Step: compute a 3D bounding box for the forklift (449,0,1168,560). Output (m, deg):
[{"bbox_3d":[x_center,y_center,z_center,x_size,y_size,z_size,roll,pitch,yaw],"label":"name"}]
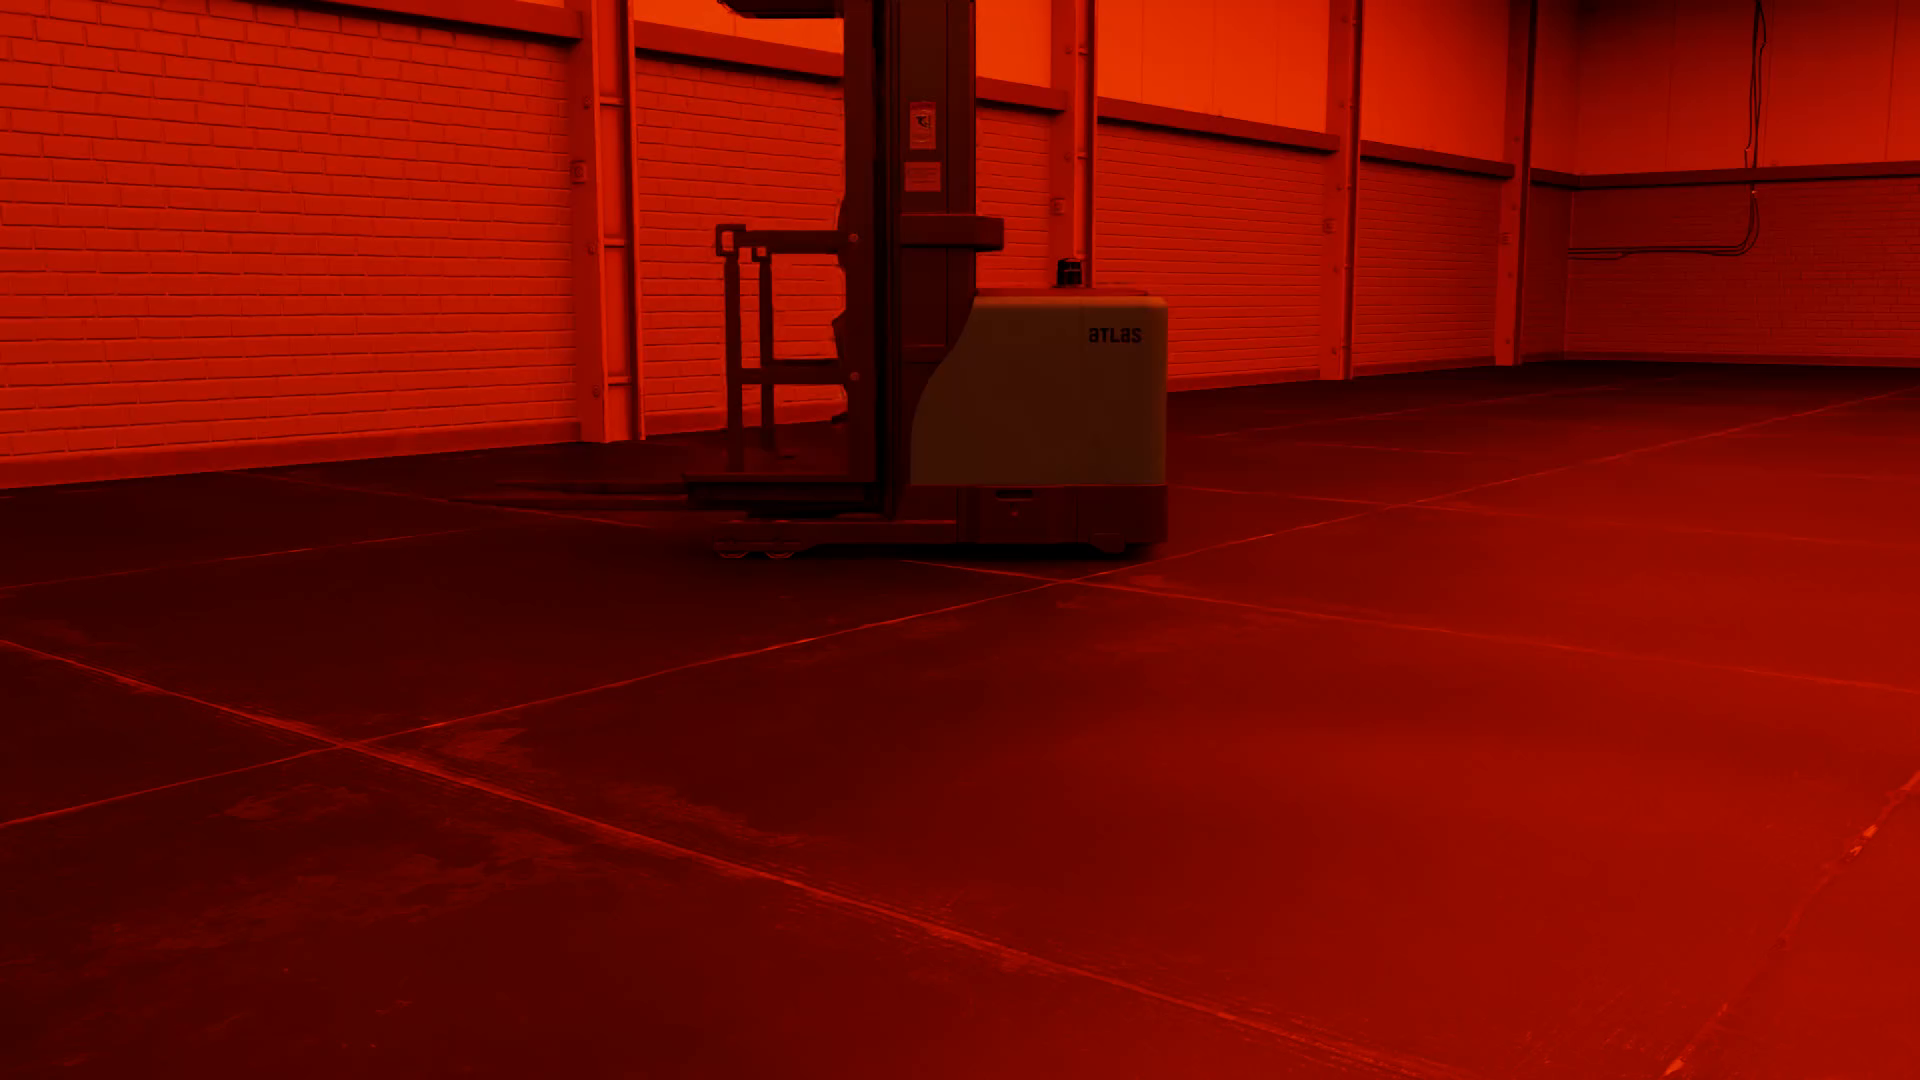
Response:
[{"bbox_3d":[-0.646,-1.445,7.156,3.031,2.935,1.130,0,8,1],"label":"forklift"}]
